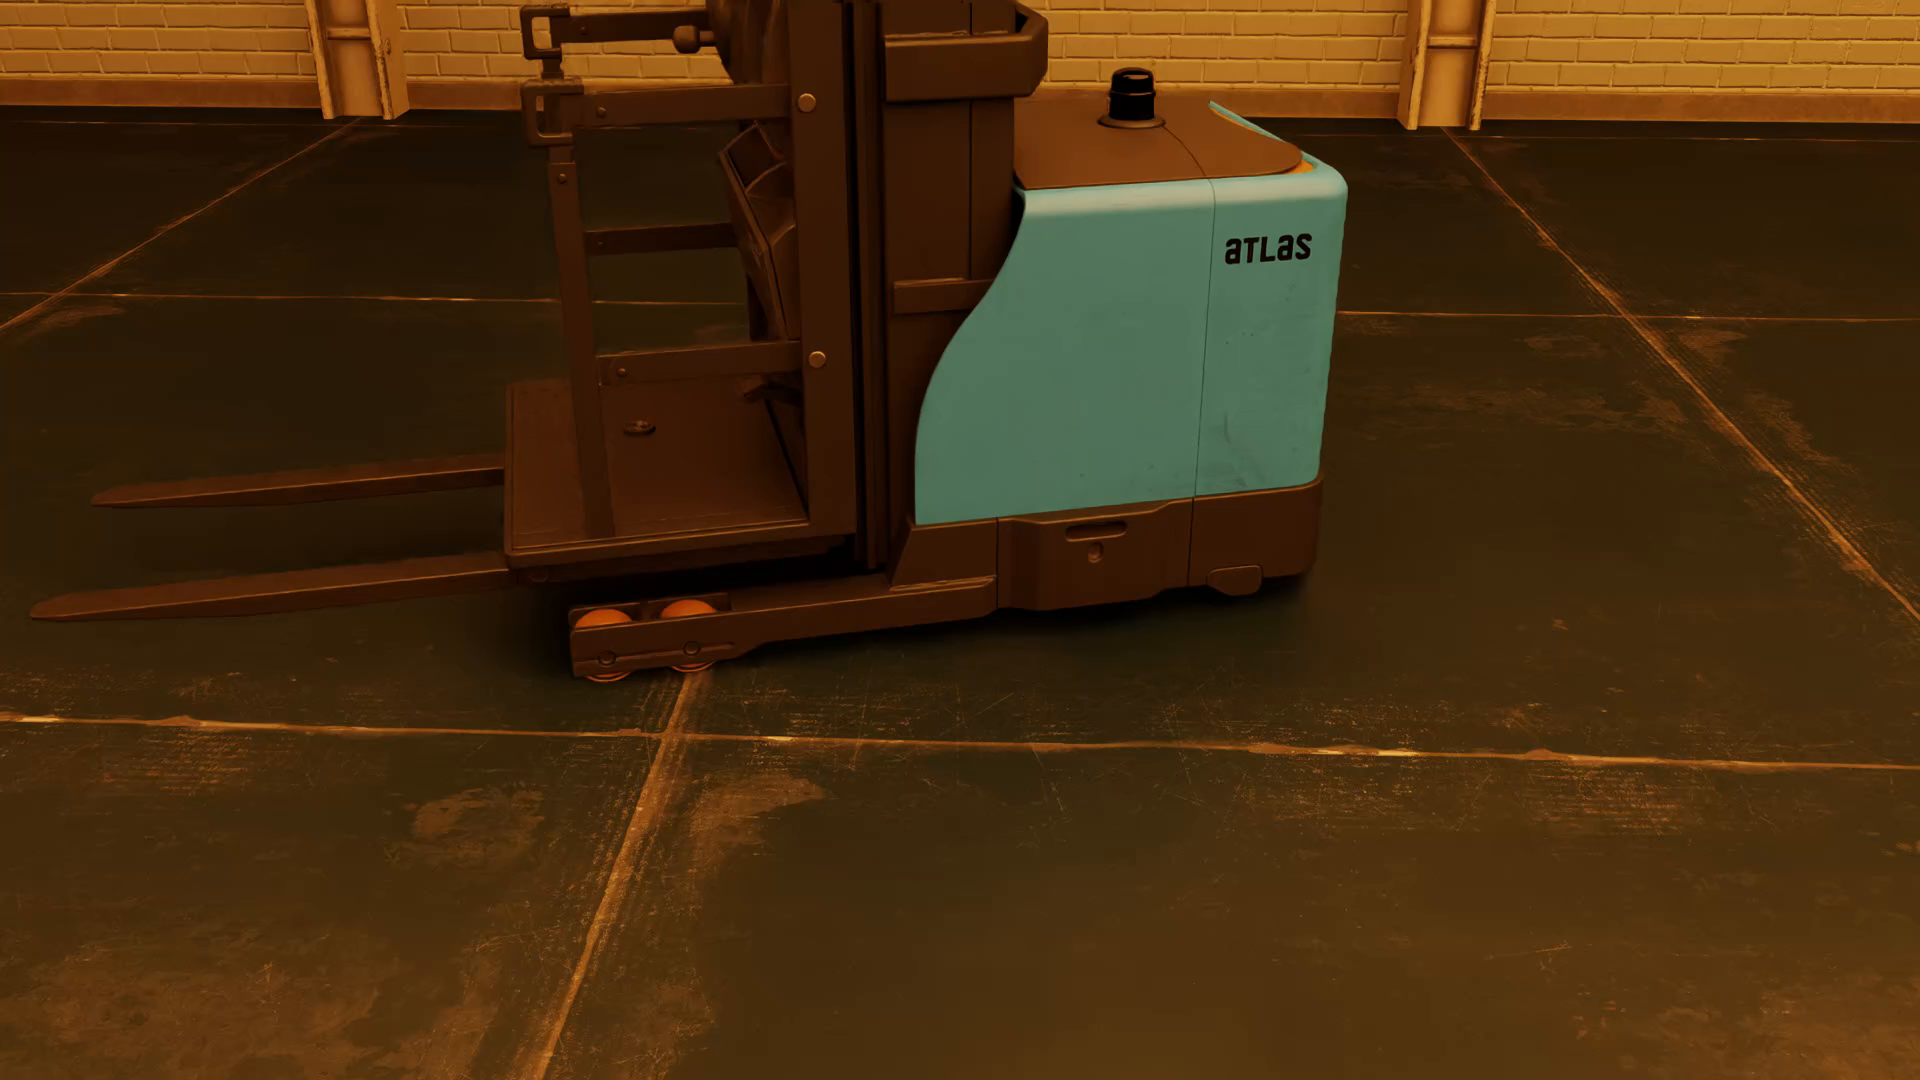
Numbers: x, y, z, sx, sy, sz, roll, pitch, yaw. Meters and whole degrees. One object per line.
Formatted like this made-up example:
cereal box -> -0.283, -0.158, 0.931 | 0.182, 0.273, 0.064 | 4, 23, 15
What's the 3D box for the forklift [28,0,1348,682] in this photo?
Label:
forklift -> -0.663, -1.242, 3.726 | 3.031, 2.935, 1.130 | -6, 27, -12
